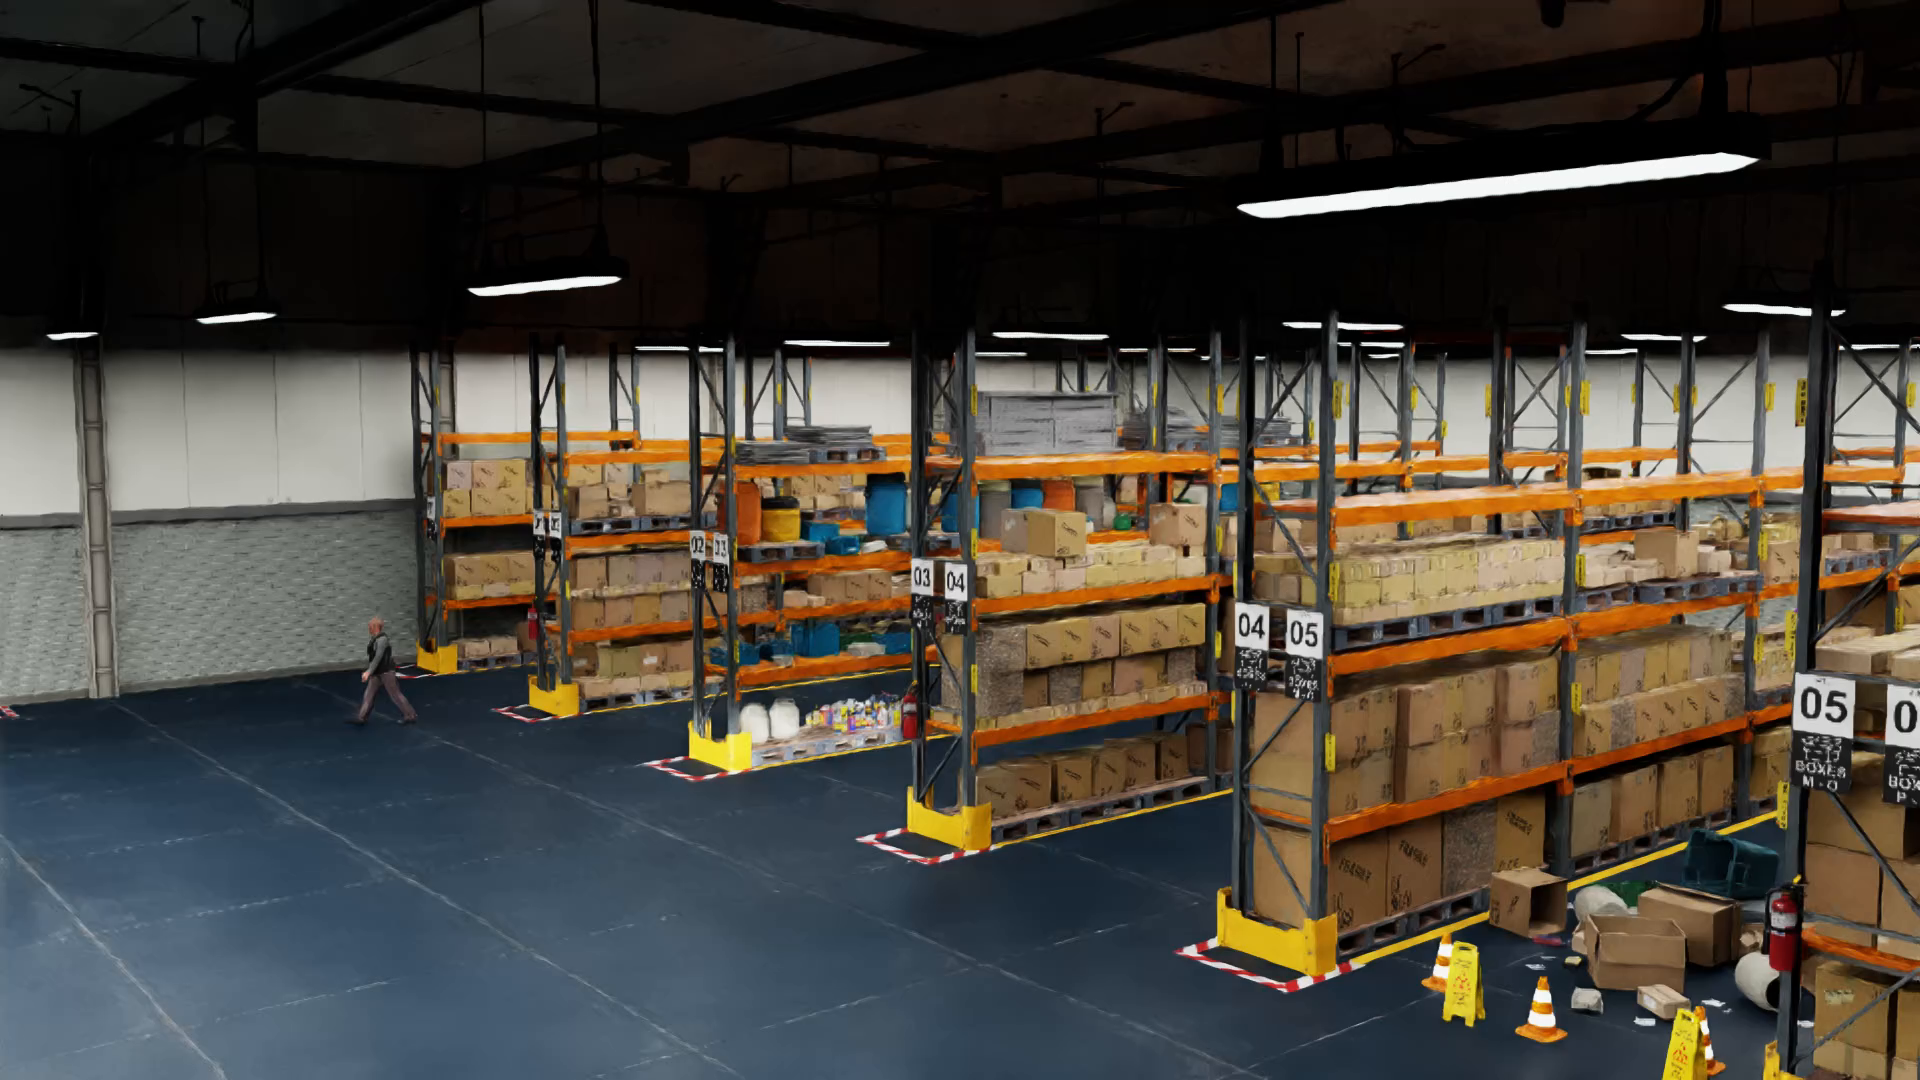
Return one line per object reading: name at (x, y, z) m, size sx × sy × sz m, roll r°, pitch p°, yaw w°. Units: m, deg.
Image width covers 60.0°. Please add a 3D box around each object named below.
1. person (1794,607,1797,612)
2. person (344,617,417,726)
person at (14.498, 1.683, 28.418) m, size 1.121 × 1.691 × 0.577 m, roll -4°, pitch 7°, yaw -37°
person at (-8.793, 1.995, 25.208) m, size 1.033 × 1.663 × 0.539 m, roll -3°, pitch 6°, yaw -30°
